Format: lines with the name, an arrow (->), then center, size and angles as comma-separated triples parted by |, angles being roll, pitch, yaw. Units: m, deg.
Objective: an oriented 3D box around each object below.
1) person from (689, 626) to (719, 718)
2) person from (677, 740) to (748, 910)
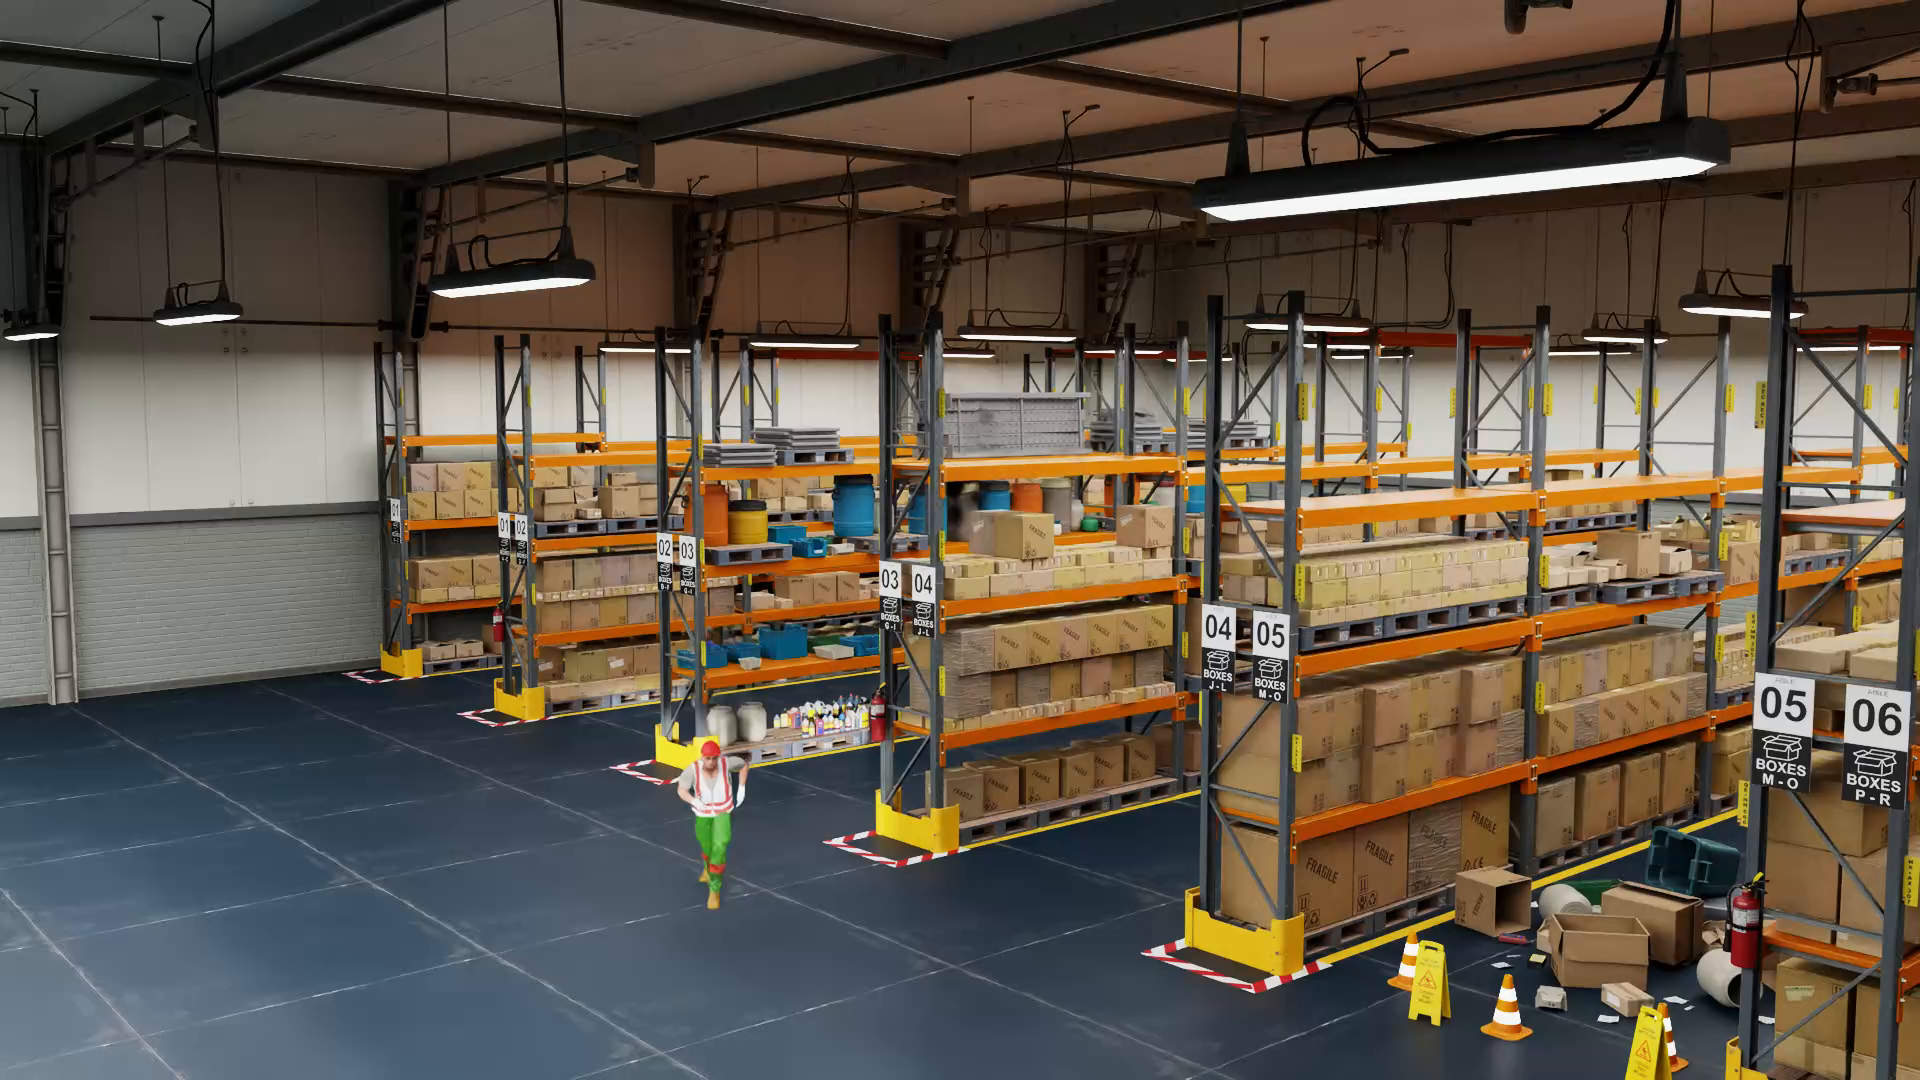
person -> -3.798, 2.098, 25.036 | 0.564, 1.615, 0.558 | 4, 7, 39
person -> -2.507, 2.813, 16.874 | 0.706, 1.732, 1.048 | -1, 5, -10
